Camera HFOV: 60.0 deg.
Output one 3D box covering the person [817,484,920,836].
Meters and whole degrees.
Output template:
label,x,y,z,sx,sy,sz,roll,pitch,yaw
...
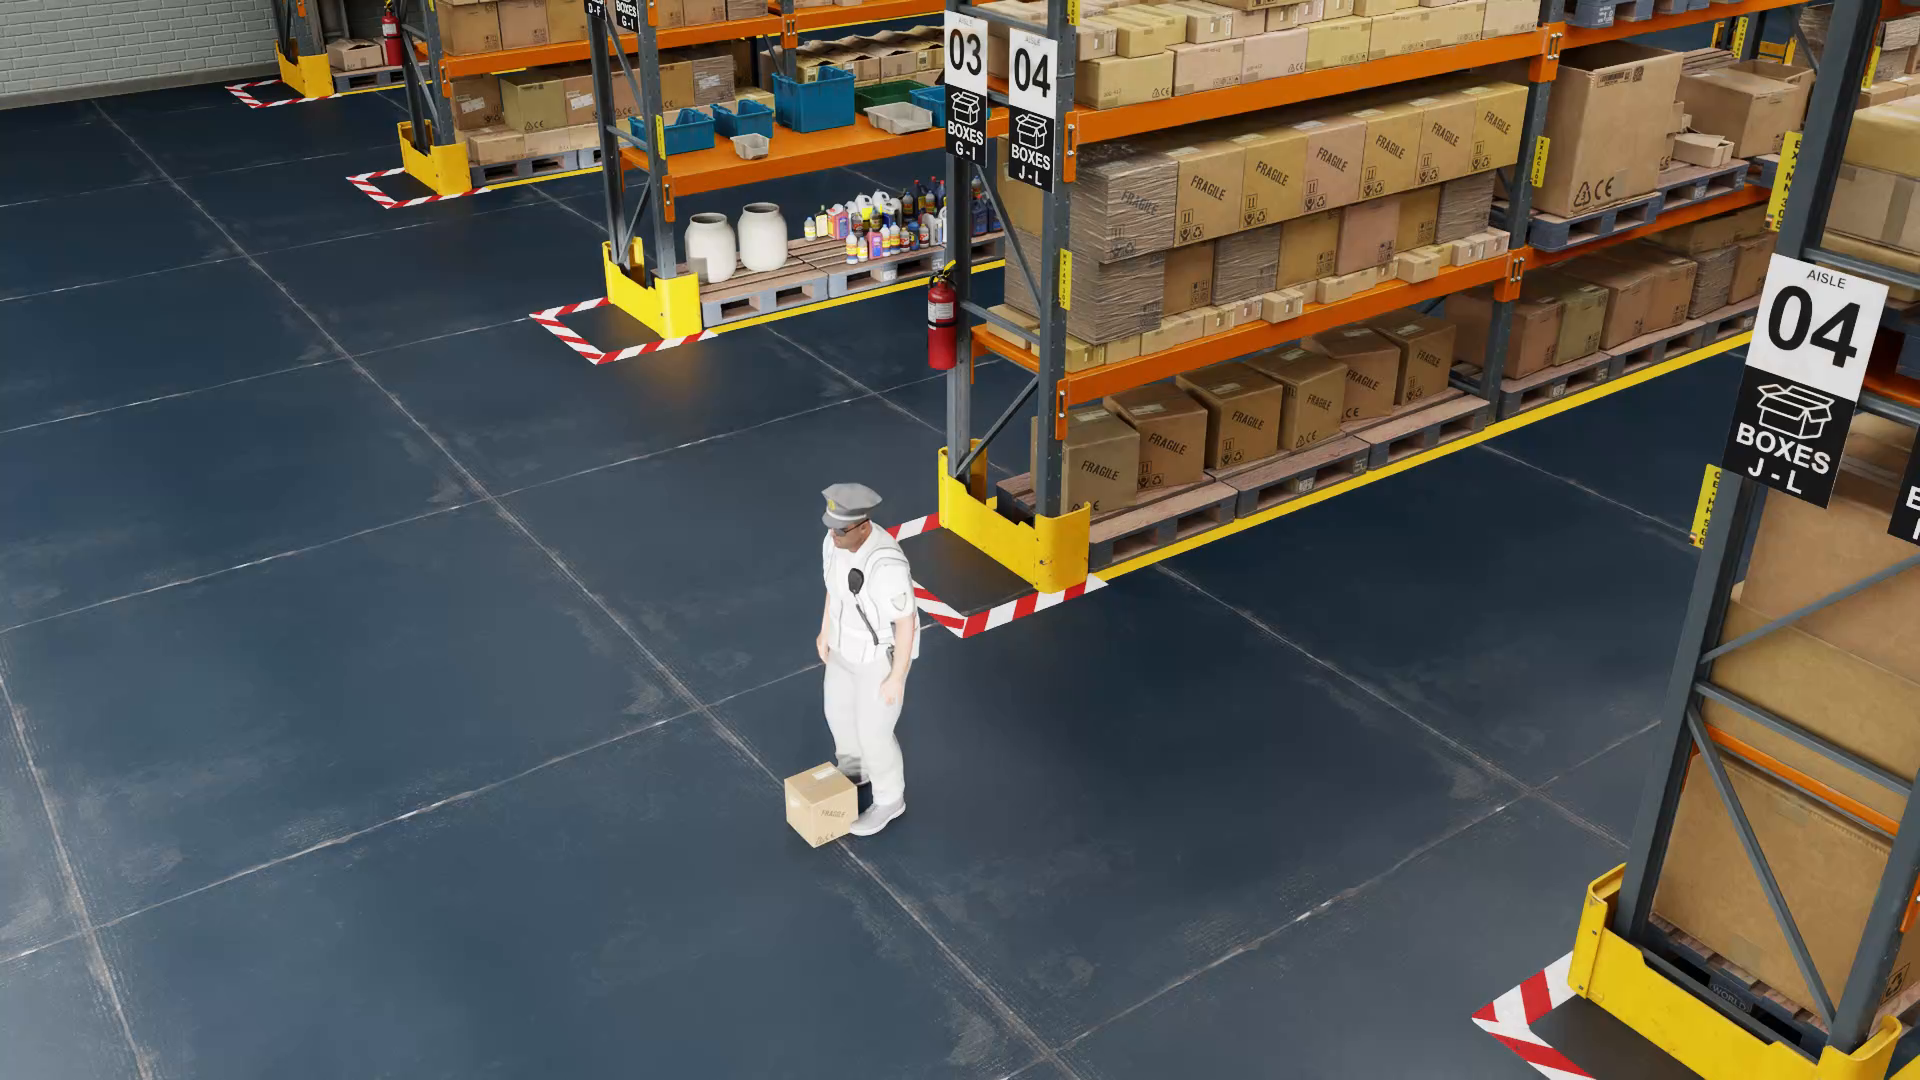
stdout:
label,x,y,z,sx,sy,sz,roll,pitch,yaw
person,-0.430,0.514,7.664,0.436,1.747,0.606,-21,35,-34
